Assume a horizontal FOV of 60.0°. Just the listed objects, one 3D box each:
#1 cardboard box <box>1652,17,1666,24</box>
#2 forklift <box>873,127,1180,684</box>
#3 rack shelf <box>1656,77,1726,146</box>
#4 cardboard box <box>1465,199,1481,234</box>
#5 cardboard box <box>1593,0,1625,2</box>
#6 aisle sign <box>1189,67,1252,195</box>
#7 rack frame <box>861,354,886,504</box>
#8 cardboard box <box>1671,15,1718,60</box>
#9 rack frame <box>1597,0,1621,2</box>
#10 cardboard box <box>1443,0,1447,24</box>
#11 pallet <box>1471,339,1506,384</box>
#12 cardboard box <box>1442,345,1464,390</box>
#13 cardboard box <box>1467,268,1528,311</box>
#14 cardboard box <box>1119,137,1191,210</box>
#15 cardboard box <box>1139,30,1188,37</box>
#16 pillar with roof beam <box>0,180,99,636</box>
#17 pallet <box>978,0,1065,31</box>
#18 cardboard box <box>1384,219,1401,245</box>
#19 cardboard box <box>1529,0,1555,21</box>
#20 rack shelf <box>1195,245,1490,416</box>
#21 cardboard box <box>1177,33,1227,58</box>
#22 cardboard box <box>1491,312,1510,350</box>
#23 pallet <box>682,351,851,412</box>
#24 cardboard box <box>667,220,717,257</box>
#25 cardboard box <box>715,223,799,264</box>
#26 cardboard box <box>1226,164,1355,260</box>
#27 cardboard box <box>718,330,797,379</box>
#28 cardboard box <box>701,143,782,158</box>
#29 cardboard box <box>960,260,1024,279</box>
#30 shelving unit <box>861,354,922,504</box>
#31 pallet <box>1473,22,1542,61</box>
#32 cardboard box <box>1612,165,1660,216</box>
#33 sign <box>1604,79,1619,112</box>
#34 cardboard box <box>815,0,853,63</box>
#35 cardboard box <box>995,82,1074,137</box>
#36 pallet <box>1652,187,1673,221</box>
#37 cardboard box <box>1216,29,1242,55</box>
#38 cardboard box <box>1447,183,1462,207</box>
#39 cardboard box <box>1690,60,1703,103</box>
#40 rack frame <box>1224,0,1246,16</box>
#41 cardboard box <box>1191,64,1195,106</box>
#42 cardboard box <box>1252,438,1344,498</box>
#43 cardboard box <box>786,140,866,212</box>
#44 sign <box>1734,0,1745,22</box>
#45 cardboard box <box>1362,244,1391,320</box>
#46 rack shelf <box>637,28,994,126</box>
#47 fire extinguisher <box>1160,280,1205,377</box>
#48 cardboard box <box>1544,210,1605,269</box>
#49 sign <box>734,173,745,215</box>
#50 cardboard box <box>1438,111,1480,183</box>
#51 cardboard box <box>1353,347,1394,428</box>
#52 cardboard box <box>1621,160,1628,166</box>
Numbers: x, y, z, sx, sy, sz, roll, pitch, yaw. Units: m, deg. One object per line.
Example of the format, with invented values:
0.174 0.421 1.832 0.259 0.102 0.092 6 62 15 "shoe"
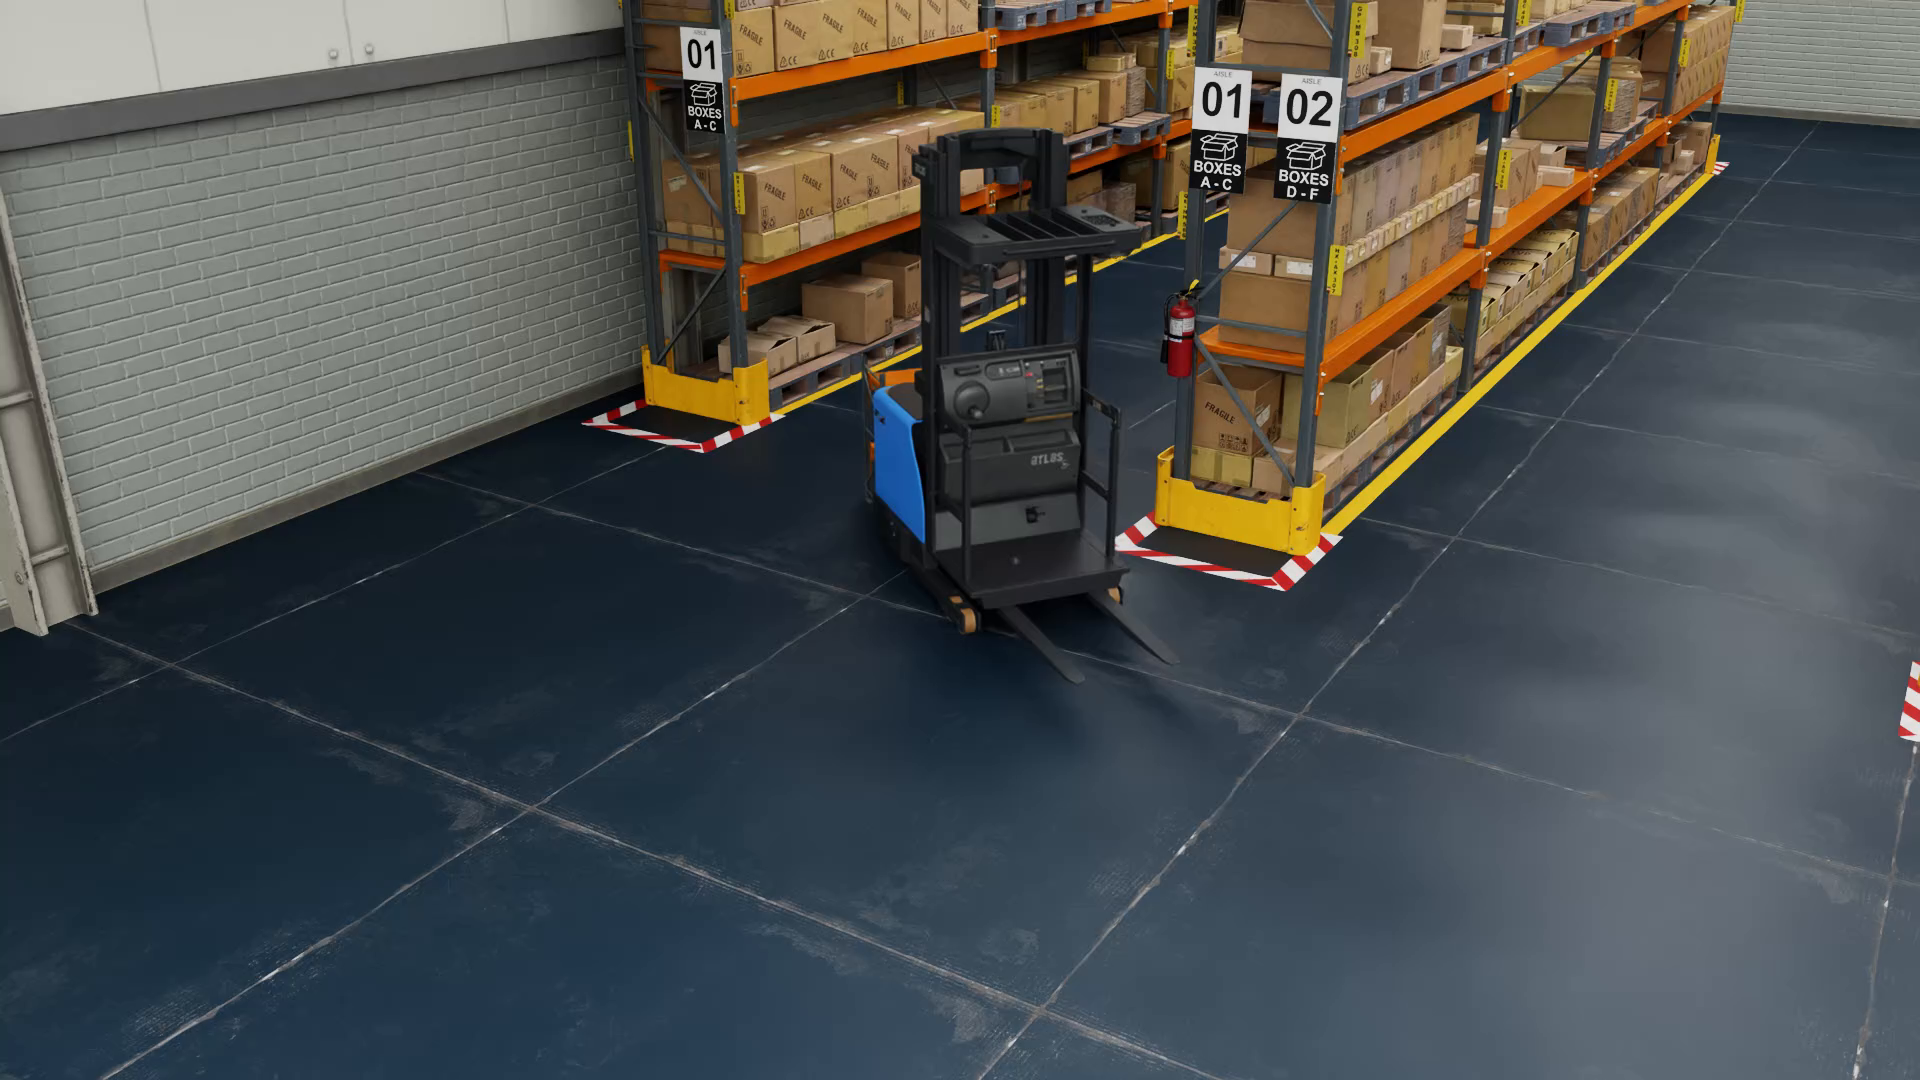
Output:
8.896 -6.569 21.763 0.500 0.500 0.500 14 27 29 "cardboard box"
0.400 -0.943 10.240 1.130 2.935 3.031 -9 25 -20 "forklift"
9.370 -5.840 22.371 1.077 0.370 4.000 14 27 29 "rack shelf"
4.317 -2.902 14.867 0.500 0.250 0.500 16 28 32 "cardboard box"
6.406 -5.722 17.291 0.910 0.500 0.500 14 27 29 "cardboard box"
1.701 -2.678 10.888 0.394 0.787 0.004 14 27 29 "aisle sign"
-0.617 -0.734 12.029 0.032 1.125 0.500 -8 25 -18 "rack frame"
9.617 -6.622 21.888 0.500 0.500 0.500 15 27 31 "cardboard box"
6.205 -6.899 16.358 1.000 3.000 0.127 14 27 29 "rack frame"
3.605 -4.360 13.440 0.500 0.500 0.500 16 28 33 "cardboard box"
4.450 -1.773 15.579 1.003 0.211 1.213 14 27 29 "pallet"
4.036 -1.524 14.427 0.500 0.250 0.500 14 27 29 "cardboard box"
5.065 -2.414 15.777 0.500 0.311 0.500 13 27 27 "cardboard box"
2.494 -4.609 20.799 0.750 0.750 0.750 13 27 28 "cardboard box"
2.563 -6.272 20.993 0.500 0.250 0.500 13 27 28 "cardboard box"
-2.099 -2.726 6.719 9.100 9.000 0.400 14 27 29 "pillar with roof beam"
0.301 -5.309 16.698 1.213 0.211 1.003 14 27 29 "pallet"
3.052 -2.311 12.371 0.380 0.149 0.250 13 27 28 "cardboard box"
5.155 -4.928 15.243 0.500 0.250 0.500 11 26 25 "cardboard box"
3.040 -1.790 13.015 1.077 0.370 4.000 14 27 29 "rack shelf"
2.996 -6.168 20.754 0.500 0.250 0.500 14 27 29 "cardboard box"
4.789 -1.983 15.487 0.500 0.250 0.500 15 27 30 "cardboard box"
-1.727 -1.495 14.938 1.003 0.211 1.213 14 27 29 "pallet"
-2.144 -2.621 14.192 0.500 0.250 0.500 14 27 30 "cardboard box"
-1.698 -2.521 13.961 0.500 0.250 0.500 13 27 27 "cardboard box"
2.270 -2.259 11.435 0.700 0.500 0.500 14 27 29 "cardboard box"
-1.784 -1.665 14.651 0.500 0.311 0.500 11 26 23 "cardboard box"
-1.884 -3.138 14.443 0.500 0.500 0.500 14 27 30 "cardboard box"
0.259 -3.139 17.818 0.700 0.500 0.500 15 28 31 "cardboard box"
-0.137 -0.801 12.184 1.048 1.125 0.538 -8 25 -18 "shelving unit"
4.549 -4.385 14.568 0.805 0.209 1.217 13 26 27 "pallet"
8.298 -4.324 20.555 0.500 0.500 0.500 14 27 29 "cardboard box"
6.678 -4.562 17.054 0.100 0.325 0.005 14 27 29 "sign"
-1.253 -4.324 14.036 0.500 0.500 0.500 15 28 31 "cardboard box"
0.804 -4.661 18.061 0.700 0.500 0.500 18 29 36 "cardboard box"
8.678 -4.447 21.758 1.003 0.211 1.213 14 27 29 "pallet"
3.260 -6.342 21.155 0.500 0.250 0.500 13 27 28 "cardboard box"
3.865 -2.830 13.570 0.380 0.149 0.250 13 27 27 "cardboard box"
9.348 -5.998 21.704 0.500 0.500 0.500 14 27 29 "cardboard box"
4.104 -6.532 23.064 1.000 3.000 0.127 14 27 29 "rack frame"
2.752 -5.659 20.521 0.500 0.500 0.500 15 28 31 "cardboard box"
2.457 -0.511 12.086 0.500 0.250 0.500 14 27 29 "cardboard box"
-1.171 -3.203 14.592 0.500 0.500 0.500 13 27 27 "cardboard box"
10.886 -7.399 23.210 0.100 0.325 0.005 14 27 29 "sign"
2.782 -1.991 12.447 0.700 0.500 0.500 14 27 29 "cardboard box"
-1.171 -4.204 14.815 1.077 0.370 4.000 14 27 29 "rack shelf"
1.528 -1.467 11.461 0.296 0.674 0.183 14 27 29 "fire extinguisher"
6.688 -3.294 18.176 0.500 0.500 0.500 15 28 31 "cardboard box"
-1.764 -2.766 13.274 0.100 0.325 0.005 14 27 29 "sign"
3.866 -3.286 13.805 0.700 0.500 0.500 14 27 29 "cardboard box"
2.972 -1.195 12.724 0.500 0.500 0.500 14 27 29 "cardboard box"
8.374 -4.802 21.660 0.500 0.500 0.500 14 27 29 "cardboard box"
